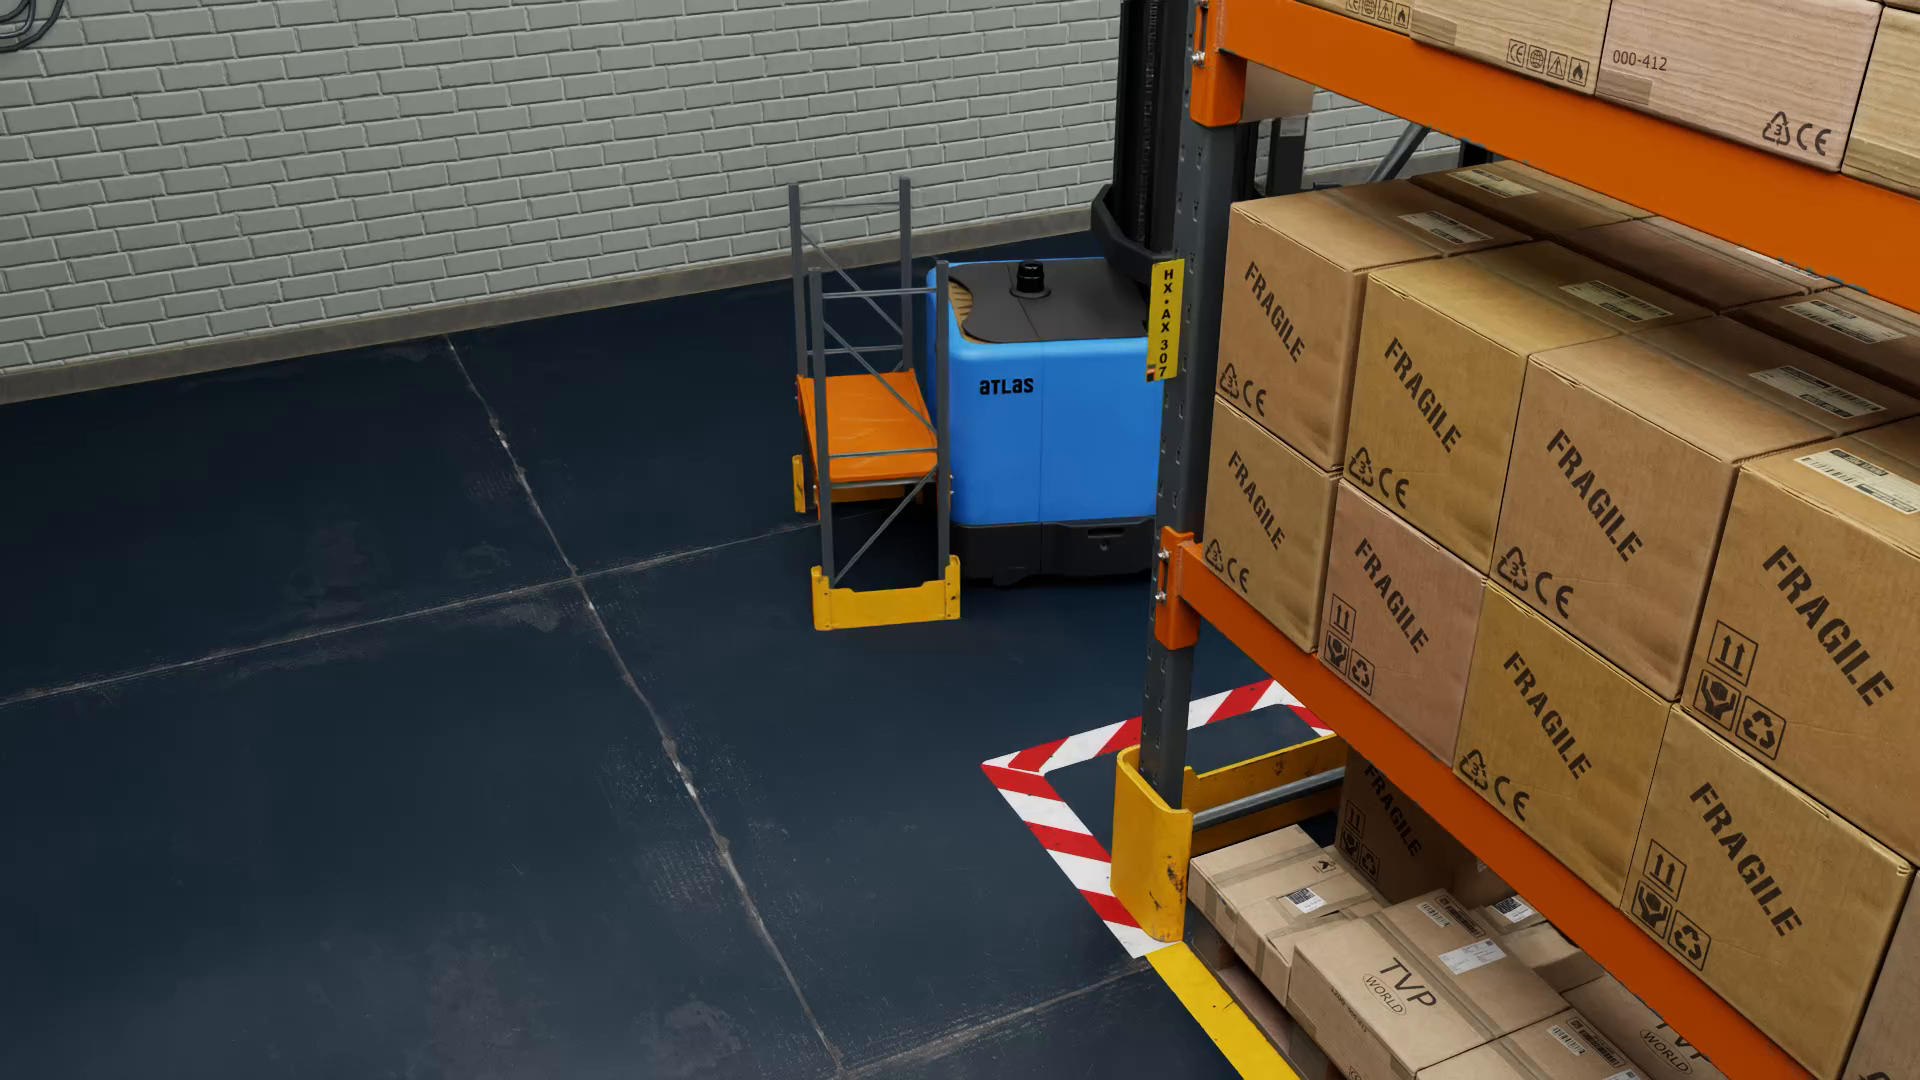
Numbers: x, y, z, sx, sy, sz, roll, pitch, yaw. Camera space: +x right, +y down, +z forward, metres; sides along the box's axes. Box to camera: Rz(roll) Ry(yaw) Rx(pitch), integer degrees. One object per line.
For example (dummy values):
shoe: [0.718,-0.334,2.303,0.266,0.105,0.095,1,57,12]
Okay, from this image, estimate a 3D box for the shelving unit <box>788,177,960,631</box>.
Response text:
shelving unit: [-0.373,-0.575,6.742,0.587,1.500,1.083,-5,30,-8]

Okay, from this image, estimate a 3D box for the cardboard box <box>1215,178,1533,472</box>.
cardboard box: [0.976,-0.531,4.006,0.500,0.500,0.500,-12,31,-20]

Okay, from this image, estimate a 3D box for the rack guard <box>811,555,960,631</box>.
rack guard: [-0.293,0.211,6.619,0.587,0.250,0.087,-5,30,-8]

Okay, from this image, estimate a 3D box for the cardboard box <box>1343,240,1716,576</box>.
cardboard box: [1.207,-0.302,3.597,0.500,0.500,0.500,-13,32,-21]

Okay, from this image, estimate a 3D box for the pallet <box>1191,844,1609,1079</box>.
pallet: [1.399,1.299,4.718,1.003,0.211,1.213,-13,32,-22]

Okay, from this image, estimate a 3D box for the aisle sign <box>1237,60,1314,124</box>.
aisle sign: [0.729,-1.405,4.031,0.394,0.787,0.004,-13,32,-22]

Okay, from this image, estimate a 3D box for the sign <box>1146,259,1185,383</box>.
sign: [0.534,-0.566,4.308,0.100,0.325,0.005,-13,32,-22]

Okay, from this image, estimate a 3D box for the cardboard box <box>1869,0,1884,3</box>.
cardboard box: [1.438,-1.040,2.614,0.500,0.250,0.500,-13,32,-22]

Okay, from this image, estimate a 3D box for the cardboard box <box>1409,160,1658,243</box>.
cardboard box: [1.463,-0.644,4.206,0.500,0.500,0.500,-13,32,-22]

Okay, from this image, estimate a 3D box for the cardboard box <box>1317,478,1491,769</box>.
cardboard box: [1.202,0.132,3.846,0.500,0.500,0.500,-13,32,-22]

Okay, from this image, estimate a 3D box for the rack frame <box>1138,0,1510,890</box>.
rack frame: [1.024,-0.303,4.723,1.000,3.000,0.127,-13,32,-22]

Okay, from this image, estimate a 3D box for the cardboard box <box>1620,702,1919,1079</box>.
cardboard box: [1.628,0.575,3.055,0.500,0.500,0.500,-13,32,-21]

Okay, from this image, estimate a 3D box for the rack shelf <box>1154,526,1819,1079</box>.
rack shelf: [1.882,0.895,3.323,1.077,0.370,4.000,-13,32,-22]

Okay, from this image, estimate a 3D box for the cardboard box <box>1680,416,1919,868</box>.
cardboard box: [1.636,0.144,2.801,0.500,0.500,0.500,-13,32,-22]

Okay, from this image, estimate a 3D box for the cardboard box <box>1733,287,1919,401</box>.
cardboard box: [1.908,-0.193,3.402,0.500,0.500,0.500,-12,32,-21]

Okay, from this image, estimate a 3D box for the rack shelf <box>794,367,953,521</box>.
rack shelf: [-0.371,-0.414,6.822,0.538,0.185,1.000,-5,30,-8]

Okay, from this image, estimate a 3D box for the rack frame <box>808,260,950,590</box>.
rack frame: [-0.290,-0.325,6.296,0.500,1.500,0.032,-5,30,-8]

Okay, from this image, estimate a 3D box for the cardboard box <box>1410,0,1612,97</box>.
cardboard box: [1.218,-1.042,3.127,0.500,0.250,0.500,-13,32,-22]

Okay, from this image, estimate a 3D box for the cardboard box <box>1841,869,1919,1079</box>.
cardboard box: [1.849,0.800,2.655,0.500,0.500,0.500,-12,32,-21]

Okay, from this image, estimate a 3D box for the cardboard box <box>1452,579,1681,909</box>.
cardboard box: [1.415,0.354,3.449,0.500,0.500,0.500,-13,32,-22]

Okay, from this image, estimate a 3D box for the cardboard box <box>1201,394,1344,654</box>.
cardboard box: [0.976,-0.095,4.250,0.500,0.500,0.500,-12,32,-21]

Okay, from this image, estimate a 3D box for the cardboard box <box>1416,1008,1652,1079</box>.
cardboard box: [1.430,1.446,3.966,0.500,0.250,0.500,-13,32,-22]

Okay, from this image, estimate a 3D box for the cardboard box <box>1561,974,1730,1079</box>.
cardboard box: [1.860,1.319,4.192,0.500,0.250,0.500,-13,32,-22]

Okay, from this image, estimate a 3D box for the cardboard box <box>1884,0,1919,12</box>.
cardboard box: [1.649,-0.819,2.218,0.500,0.250,0.500,-13,32,-22]

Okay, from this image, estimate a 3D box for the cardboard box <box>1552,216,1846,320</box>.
cardboard box: [1.681,-0.421,3.809,0.500,0.500,0.500,-12,32,-21]

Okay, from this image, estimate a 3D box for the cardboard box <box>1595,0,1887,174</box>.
cardboard box: [1.434,-0.821,2.734,0.500,0.250,0.500,-13,32,-22]

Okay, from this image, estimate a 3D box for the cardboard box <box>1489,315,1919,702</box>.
cardboard box: [1.418,-0.080,3.201,0.500,0.500,0.500,-13,32,-21]

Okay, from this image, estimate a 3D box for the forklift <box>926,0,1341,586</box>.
forklift: [1.395,-1.393,6.738,3.031,2.935,1.130,-3,29,-6]

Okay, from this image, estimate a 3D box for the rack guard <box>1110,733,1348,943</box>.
rack guard: [1.056,0.821,5.275,1.175,0.500,0.348,-13,32,-22]

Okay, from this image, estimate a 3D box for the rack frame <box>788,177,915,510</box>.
rack frame: [-0.453,-0.816,7.172,0.500,1.500,0.032,-5,30,-8]

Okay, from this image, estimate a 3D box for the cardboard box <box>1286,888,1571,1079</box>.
cardboard box: [1.216,1.225,4.360,0.500,0.250,0.500,-13,32,-22]

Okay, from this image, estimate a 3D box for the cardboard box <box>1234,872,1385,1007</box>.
cardboard box: [1.000,1.109,4.653,0.380,0.166,0.250,-13,32,-22]

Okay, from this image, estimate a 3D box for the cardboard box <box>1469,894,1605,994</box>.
cardboard box: [1.572,1.127,4.620,0.380,0.166,0.250,-13,32,-22]

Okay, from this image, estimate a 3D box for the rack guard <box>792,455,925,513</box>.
rack guard: [-0.453,-0.270,7.476,0.587,0.250,0.087,-5,30,-8]

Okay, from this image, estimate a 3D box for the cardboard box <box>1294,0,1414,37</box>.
cardboard box: [1.015,-1.265,3.526,0.500,0.250,0.500,-13,32,-22]

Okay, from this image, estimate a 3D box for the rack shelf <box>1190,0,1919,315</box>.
rack shelf: [1.882,-0.414,2.590,1.077,0.370,4.000,-13,32,-22]

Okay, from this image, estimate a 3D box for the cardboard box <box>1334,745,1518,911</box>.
cardboard box: [1.480,0.784,4.891,0.500,0.500,0.500,-13,32,-22]

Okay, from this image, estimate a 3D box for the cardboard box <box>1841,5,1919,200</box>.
cardboard box: [1.654,-0.602,2.343,0.500,0.250,0.500,-13,32,-22]

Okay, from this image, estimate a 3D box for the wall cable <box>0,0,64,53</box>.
wall cable: [-5.554,-3.097,6.747,3.097,2.526,0.112,-13,32,-22]

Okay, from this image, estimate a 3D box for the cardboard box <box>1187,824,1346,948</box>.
cardboard box: [0.893,1.006,4.854,0.380,0.149,0.250,-13,32,-22]
